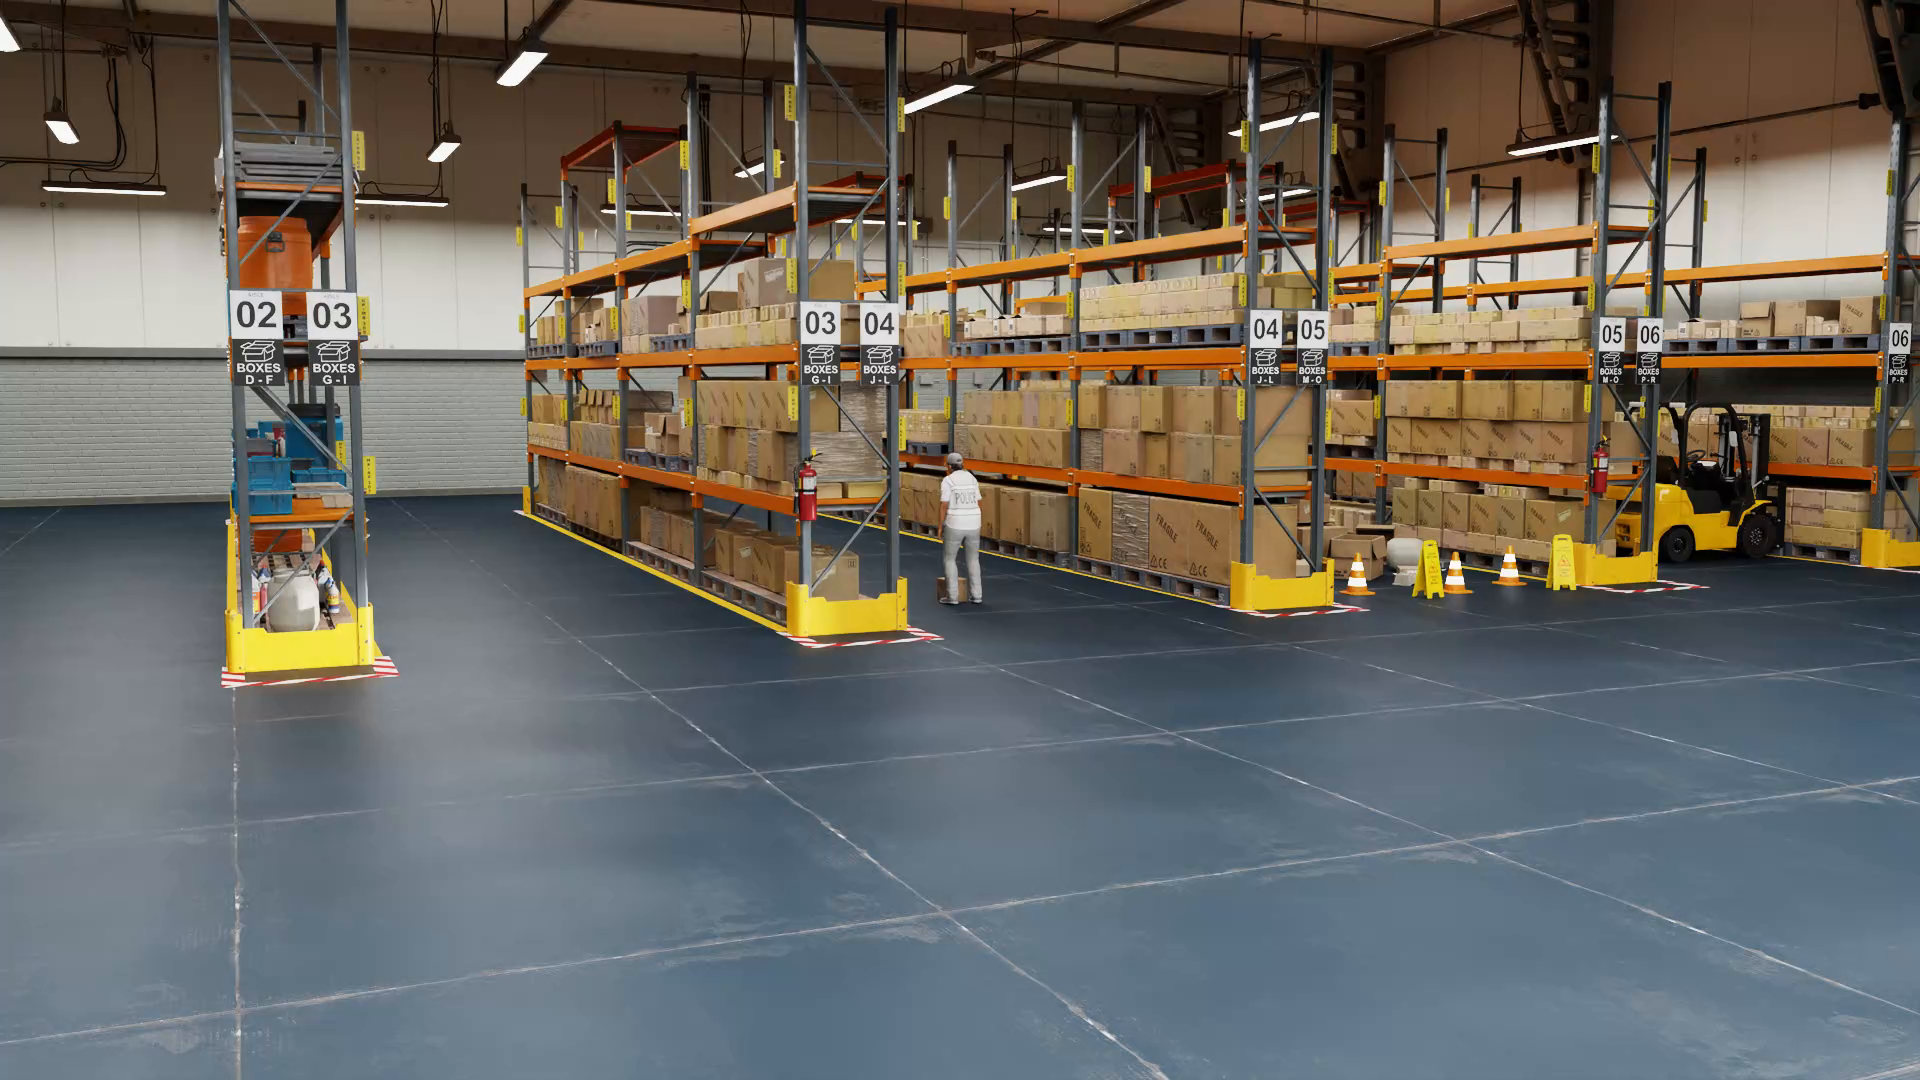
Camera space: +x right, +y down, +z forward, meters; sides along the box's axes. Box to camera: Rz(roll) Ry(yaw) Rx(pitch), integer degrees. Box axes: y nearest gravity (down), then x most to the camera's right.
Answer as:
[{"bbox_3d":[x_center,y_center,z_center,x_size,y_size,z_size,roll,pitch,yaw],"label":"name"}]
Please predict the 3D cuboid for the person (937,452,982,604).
[{"bbox_3d":[0.002,-0.130,18.321,0.564,1.666,0.466,-3,6,-27],"label":"person"}]
